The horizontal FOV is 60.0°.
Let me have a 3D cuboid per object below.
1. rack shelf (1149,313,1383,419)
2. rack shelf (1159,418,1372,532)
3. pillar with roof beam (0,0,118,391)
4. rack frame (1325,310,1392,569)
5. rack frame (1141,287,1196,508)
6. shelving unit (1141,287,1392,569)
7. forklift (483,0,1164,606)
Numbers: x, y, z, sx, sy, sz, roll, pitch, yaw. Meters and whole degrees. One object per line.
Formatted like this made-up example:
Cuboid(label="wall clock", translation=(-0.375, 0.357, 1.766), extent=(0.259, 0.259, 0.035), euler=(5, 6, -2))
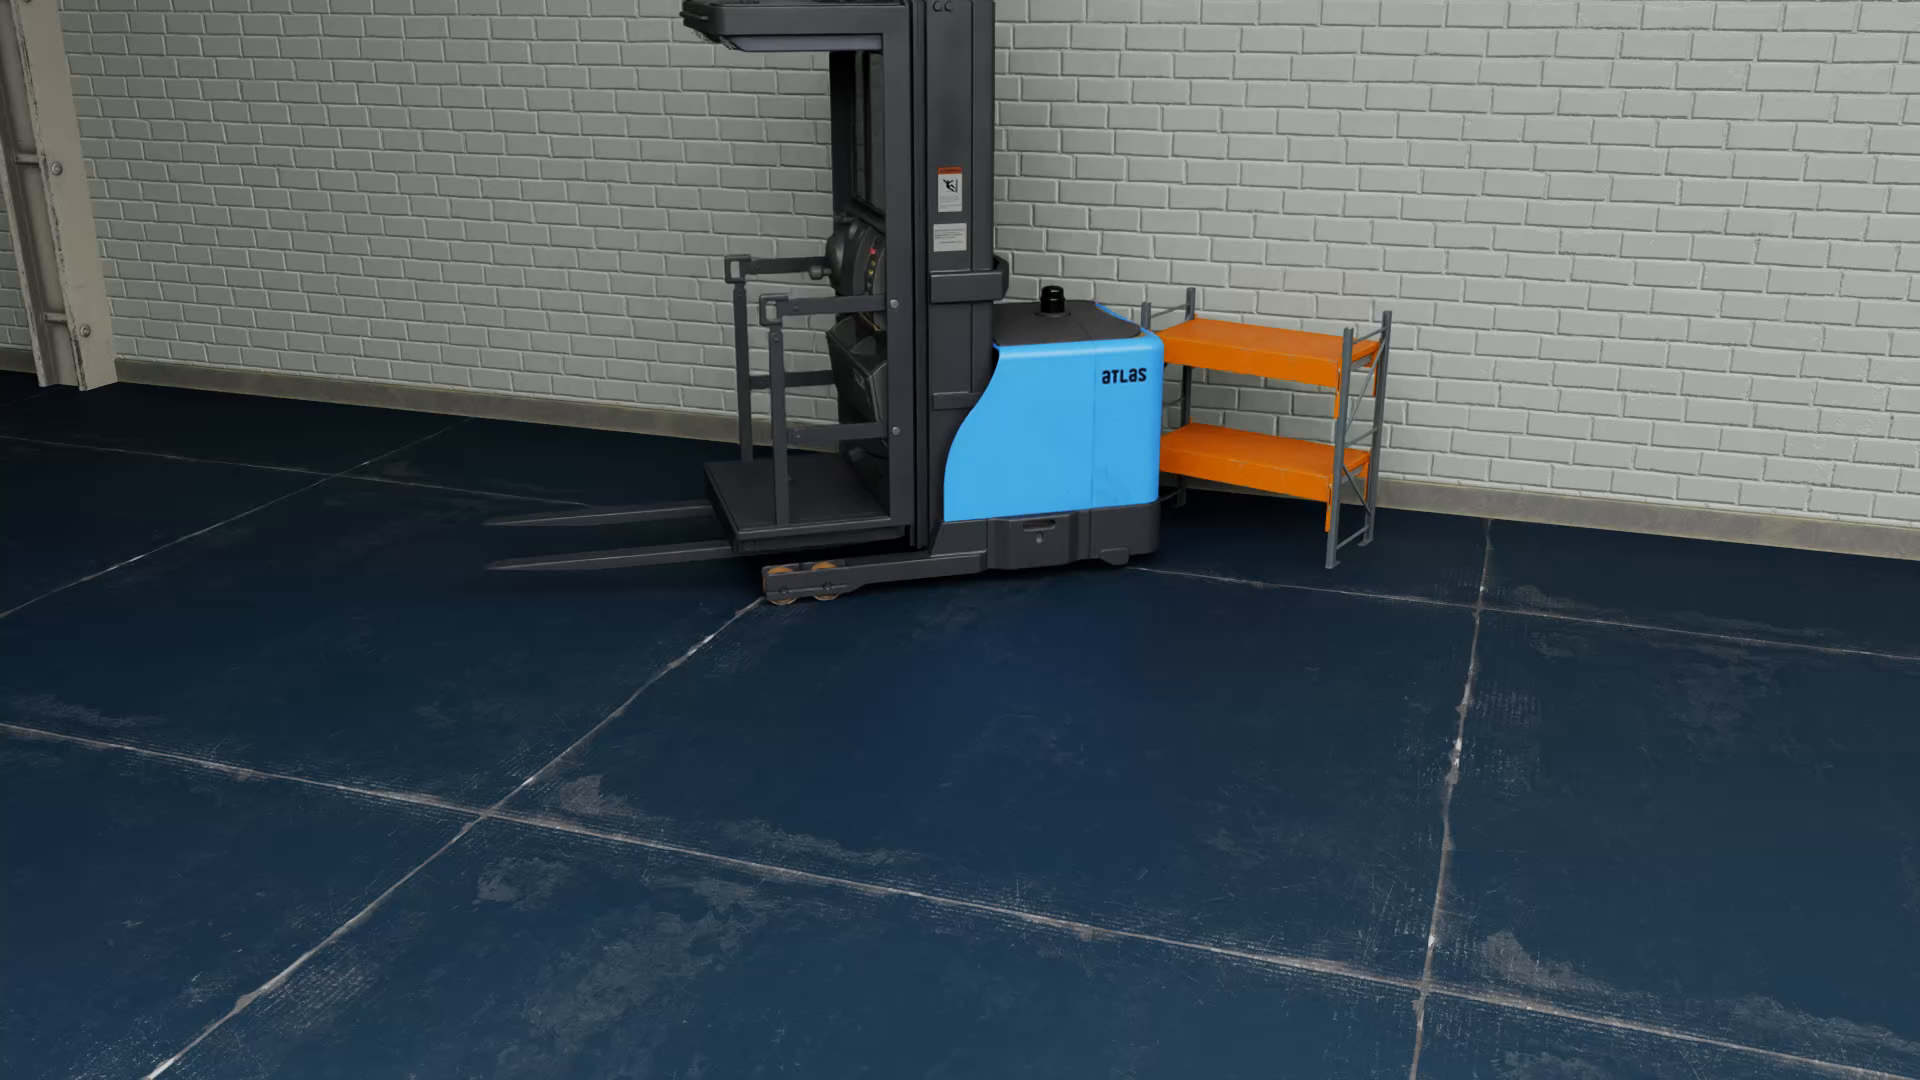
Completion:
Cuboid(label="rack shelf", translation=(1.432, -0.838, 7.883), extent=(1.000, 0.278, 0.538), euler=(13, 23, 33))
Cuboid(label="rack shelf", translation=(1.432, -0.331, 8.060), extent=(1.000, 0.278, 0.538), euler=(13, 23, 33))
Cuboid(label="pillar with roof beam", translation=(-7.270, -3.955, 5.752), extent=(0.400, 9.000, 9.100), euler=(7, 20, 18))
Cuboid(label="rack frame", translation=(1.848, -0.466, 7.703), extent=(0.032, 1.125, 0.500), euler=(13, 23, 33))
Cuboid(label="rack frame", translation=(1.016, -0.658, 8.255), extent=(0.032, 1.125, 0.500), euler=(13, 23, 33))
Cuboid(label="shelving unit", translation=(1.432, -0.562, 7.979), extent=(1.048, 1.125, 0.538), euler=(13, 23, 33))
Cuboid(label="forklift", translation=(-0.645, -1.292, 7.328), extent=(3.031, 2.935, 1.130), euler=(-5, 20, -15))
